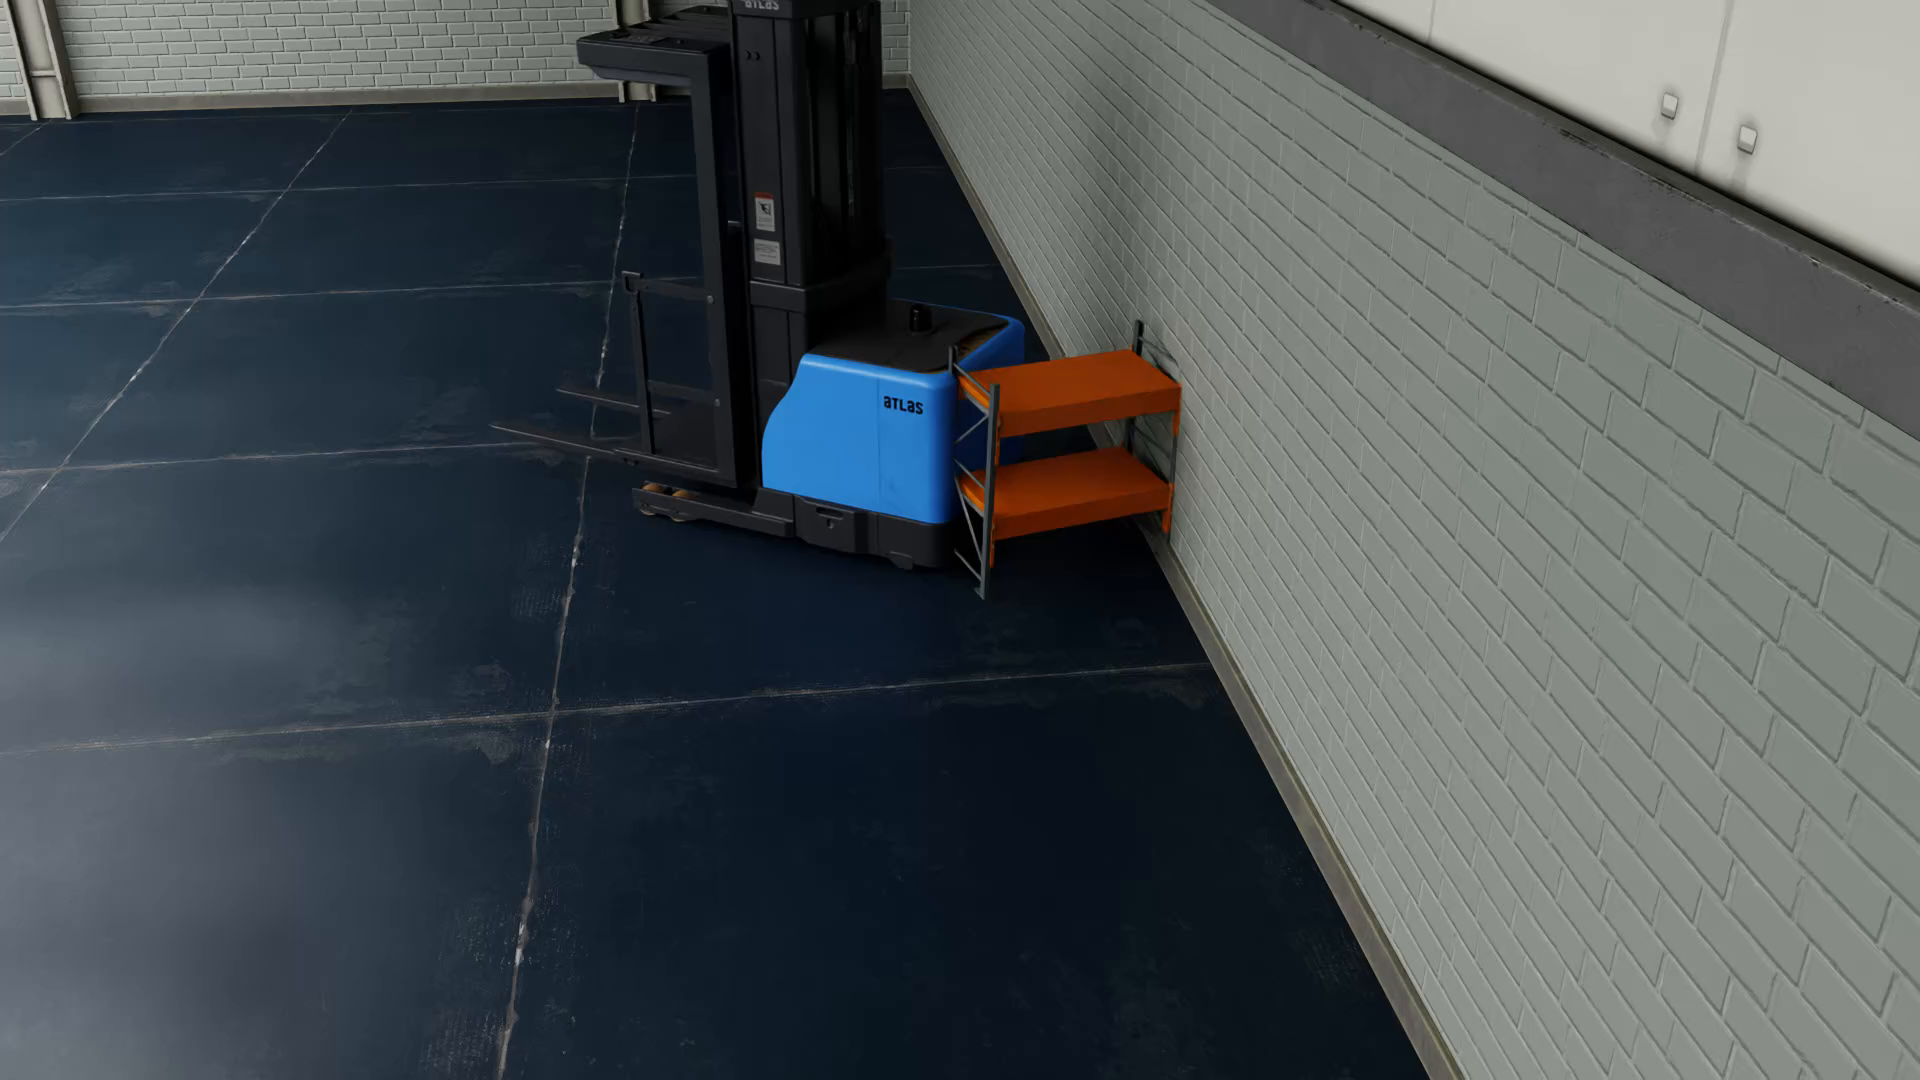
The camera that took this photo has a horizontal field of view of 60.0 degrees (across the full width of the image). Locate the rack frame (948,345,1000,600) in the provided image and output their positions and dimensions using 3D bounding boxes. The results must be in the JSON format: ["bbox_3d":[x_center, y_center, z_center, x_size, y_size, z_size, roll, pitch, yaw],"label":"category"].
[{"bbox_3d":[0.044,-0.318,7.973,0.032,1.125,0.500,-11,31,-22],"label":"rack frame"}]

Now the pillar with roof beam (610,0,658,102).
[{"bbox_3d":[-2.903,-6.871,12.284,0.400,9.000,9.100,-4,27,-7],"label":"pillar with roof beam"}]

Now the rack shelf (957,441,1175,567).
[{"bbox_3d":[0.496,-0.190,8.284,1.000,0.278,0.538,-11,31,-22],"label":"rack shelf"}]

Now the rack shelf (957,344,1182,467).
[{"bbox_3d":[0.516,-0.661,8.027,1.000,0.278,0.538,-11,31,-22],"label":"rack shelf"}]

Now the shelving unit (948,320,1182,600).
[{"bbox_3d":[0.505,-0.404,8.167,1.048,1.125,0.538,-11,31,-22],"label":"shelving unit"}]

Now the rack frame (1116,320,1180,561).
[{"bbox_3d":[0.967,-0.491,8.361,0.032,1.125,0.500,-11,31,-22],"label":"rack frame"}]

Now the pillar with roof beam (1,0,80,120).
[{"bbox_3d":[-8.845,-6.490,11.540,0.400,9.000,9.100,-4,27,-7],"label":"pillar with roof beam"}]

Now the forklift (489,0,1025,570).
[{"bbox_3d":[-1.202,-1.601,8.659,3.031,2.935,1.130,13,30,23],"label":"forklift"}]
